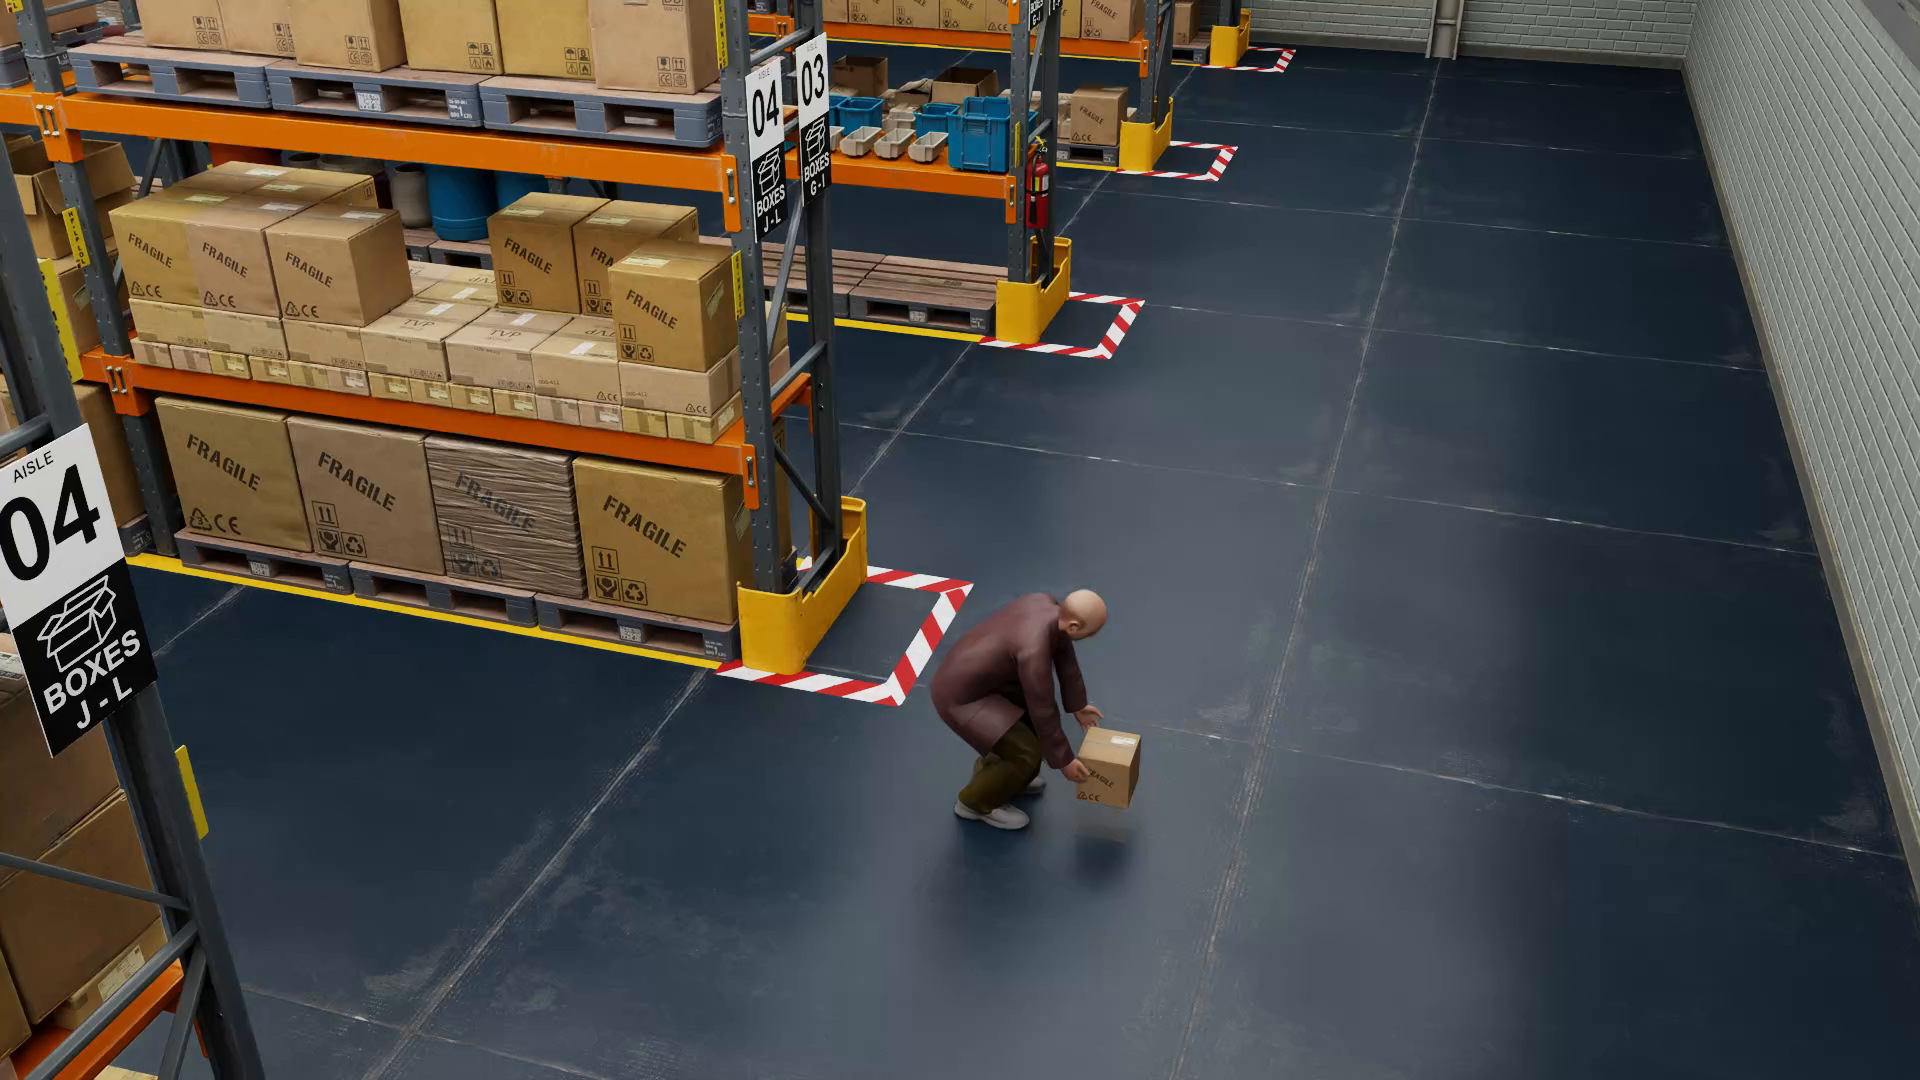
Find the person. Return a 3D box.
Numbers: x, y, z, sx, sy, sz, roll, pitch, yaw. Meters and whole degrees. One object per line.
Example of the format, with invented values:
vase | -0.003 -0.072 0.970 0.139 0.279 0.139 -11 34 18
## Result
person | 0.269 0.741 7.774 0.809 1.210 0.628 8 30 15
